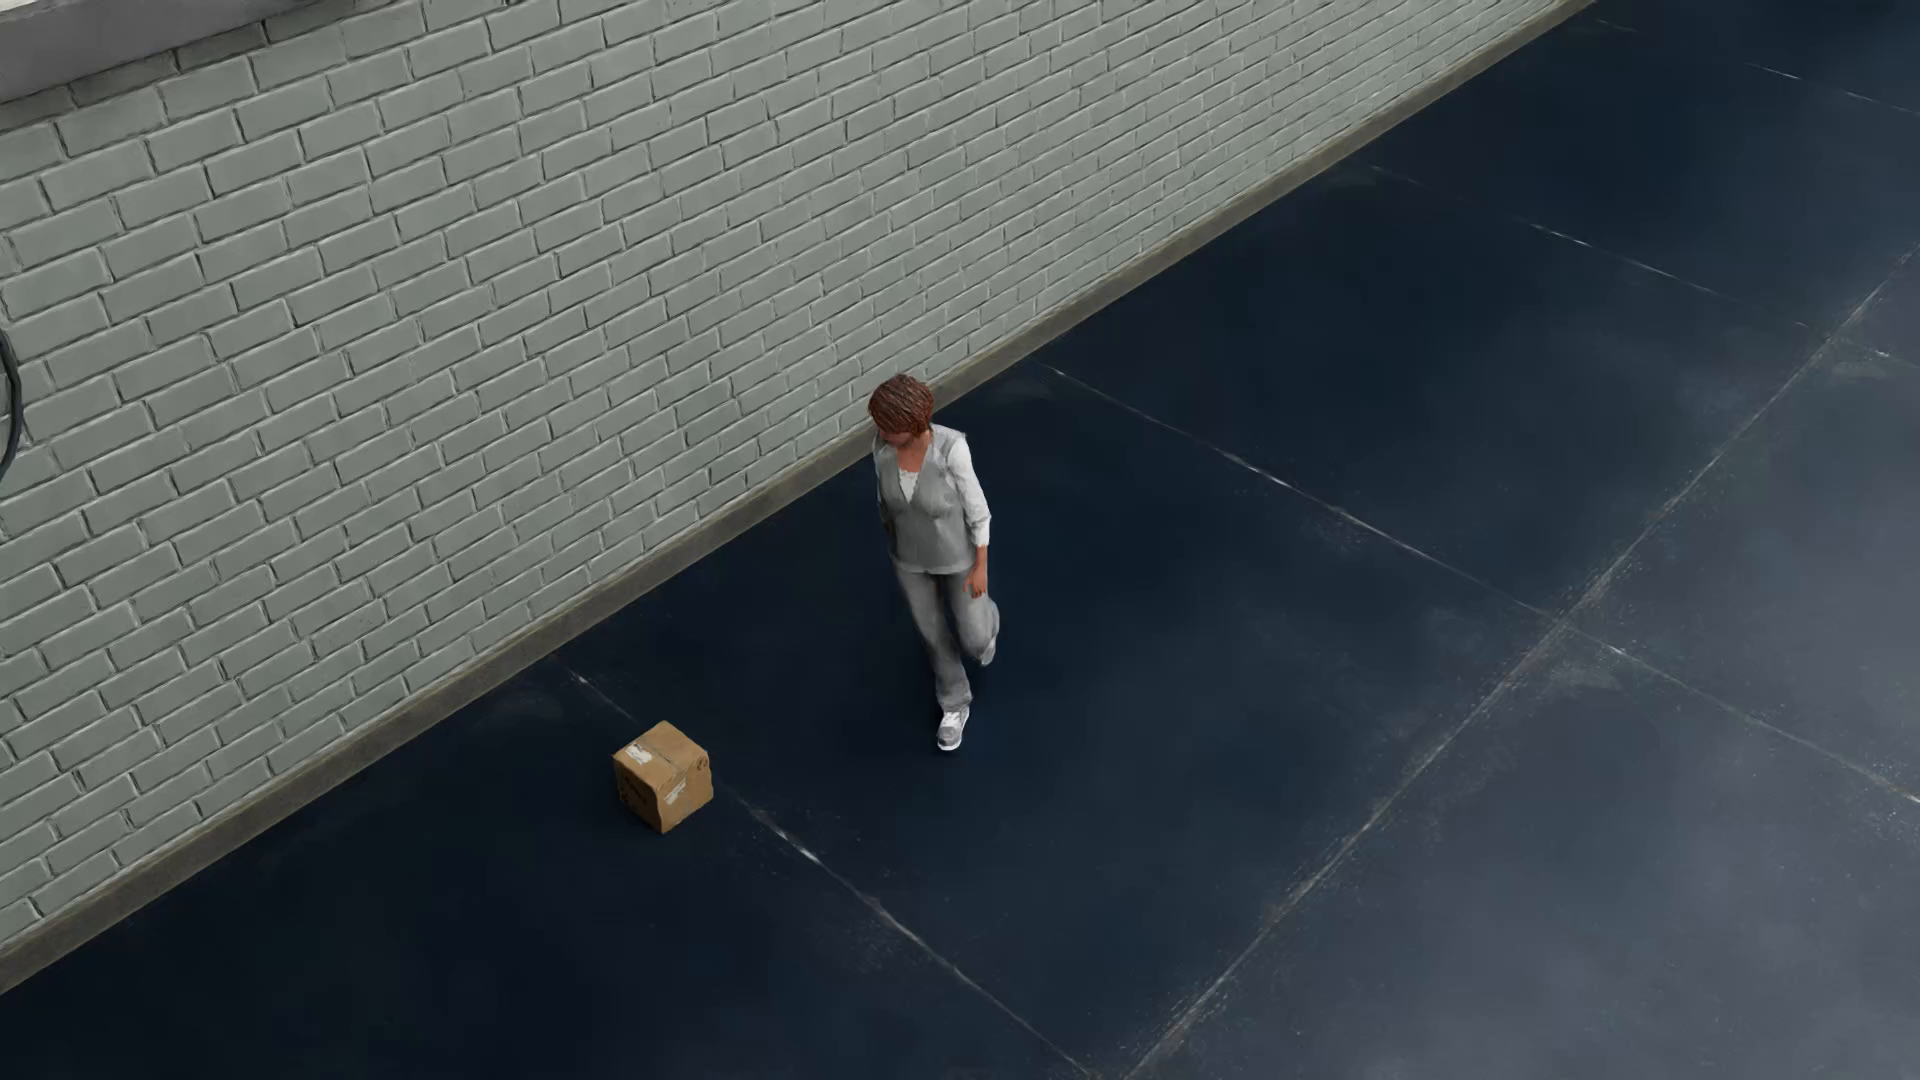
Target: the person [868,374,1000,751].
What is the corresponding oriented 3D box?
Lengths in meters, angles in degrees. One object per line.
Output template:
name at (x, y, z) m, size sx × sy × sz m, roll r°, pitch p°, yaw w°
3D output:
person at (-0.076, 0.033, 6.136) m, size 0.464 × 1.570 × 0.576 m, roll 10°, pitch 41°, yaw 12°
